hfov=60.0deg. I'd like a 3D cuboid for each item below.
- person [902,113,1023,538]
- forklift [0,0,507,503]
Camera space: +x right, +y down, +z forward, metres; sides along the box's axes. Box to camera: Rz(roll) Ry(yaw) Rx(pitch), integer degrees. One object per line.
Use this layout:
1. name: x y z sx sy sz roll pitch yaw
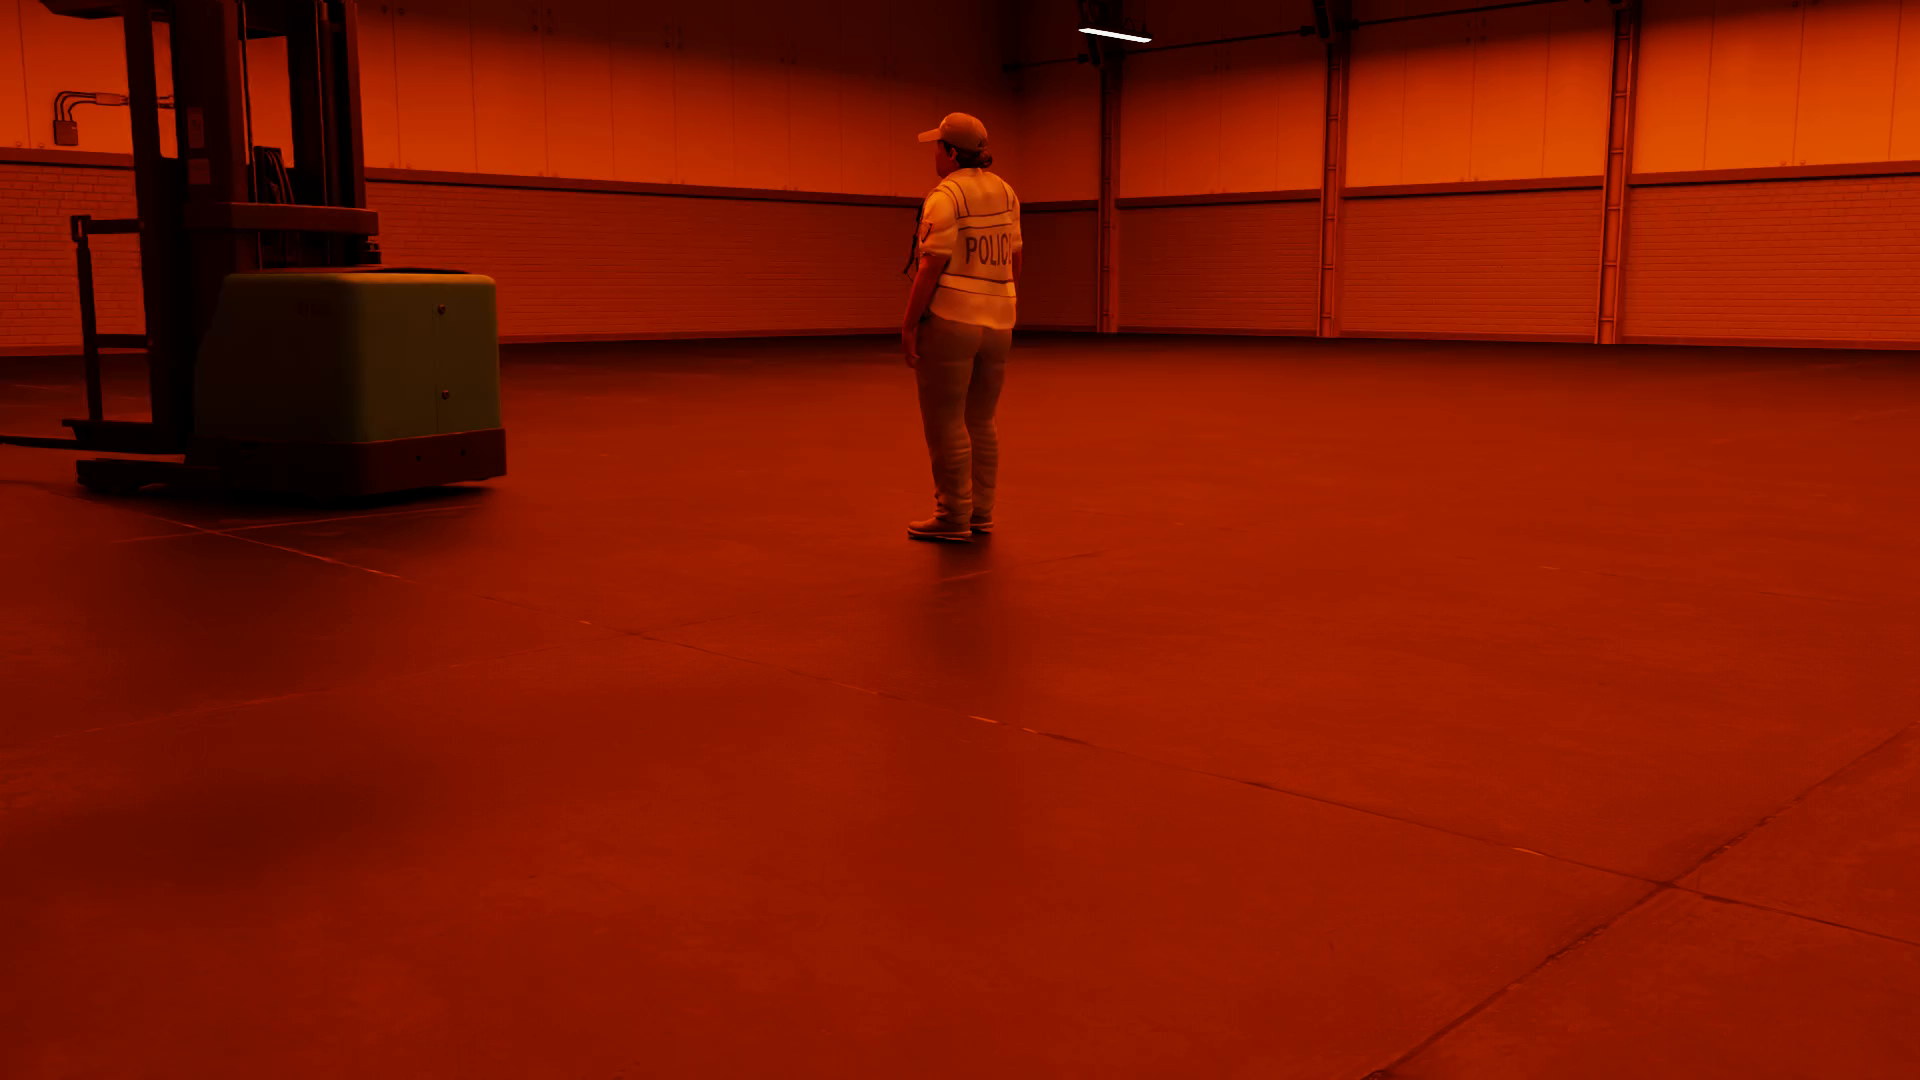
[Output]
1. person: -0.039 -0.841 6.661 0.529 1.670 0.598 8 12 43
2. forklift: -3.852 -1.743 8.453 3.031 2.935 1.130 4 10 26
